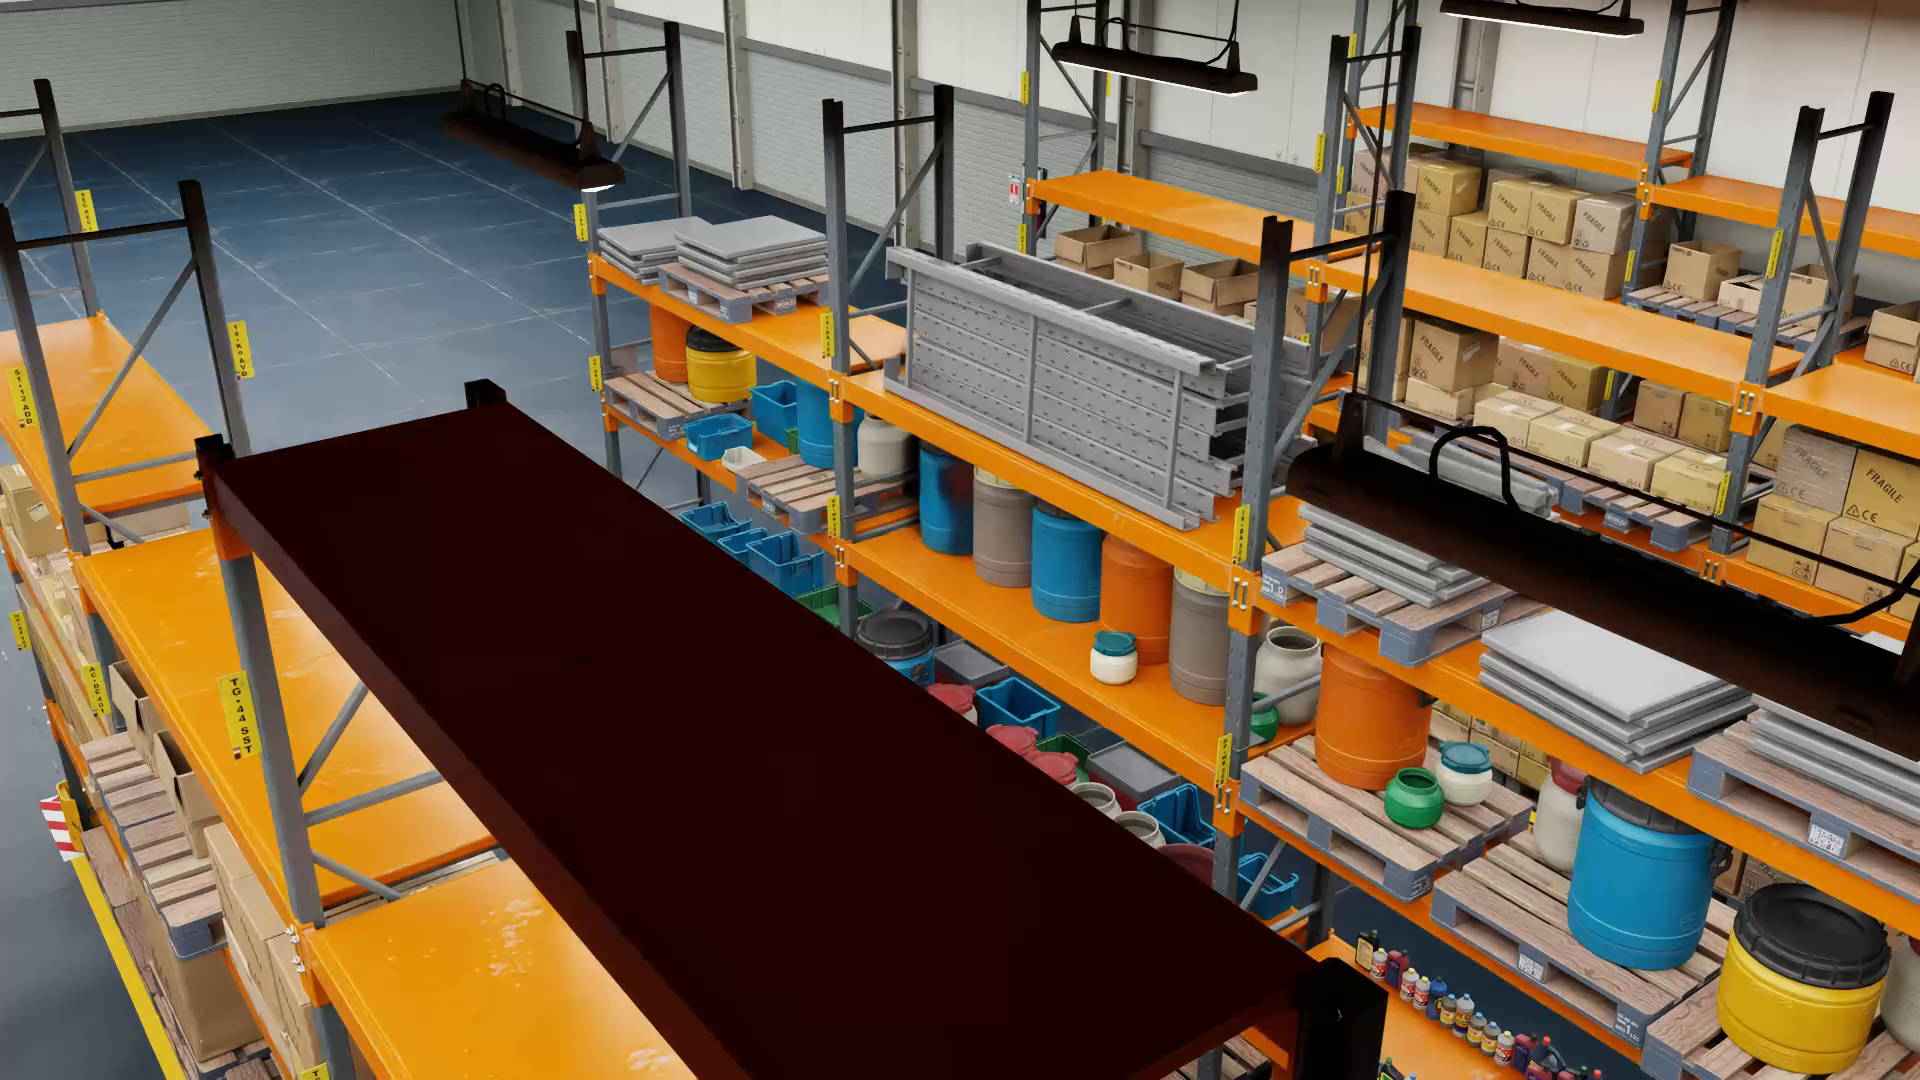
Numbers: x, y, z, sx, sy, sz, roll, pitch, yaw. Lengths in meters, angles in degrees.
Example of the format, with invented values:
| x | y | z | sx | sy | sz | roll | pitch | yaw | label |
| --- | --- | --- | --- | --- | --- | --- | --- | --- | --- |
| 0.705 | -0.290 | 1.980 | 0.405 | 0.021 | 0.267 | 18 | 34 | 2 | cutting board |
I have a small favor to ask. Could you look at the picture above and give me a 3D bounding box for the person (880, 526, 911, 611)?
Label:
| x | y | z | sx | sy | sz | roll | pitch | yaw | label |
| --- | --- | --- | --- | --- | --- | --- | --- | --- | --- |
| -0.664 | 0.036 | 16.951 | 0.397 | 1.655 | 0.507 | -11 | 27 | -22 | person |
